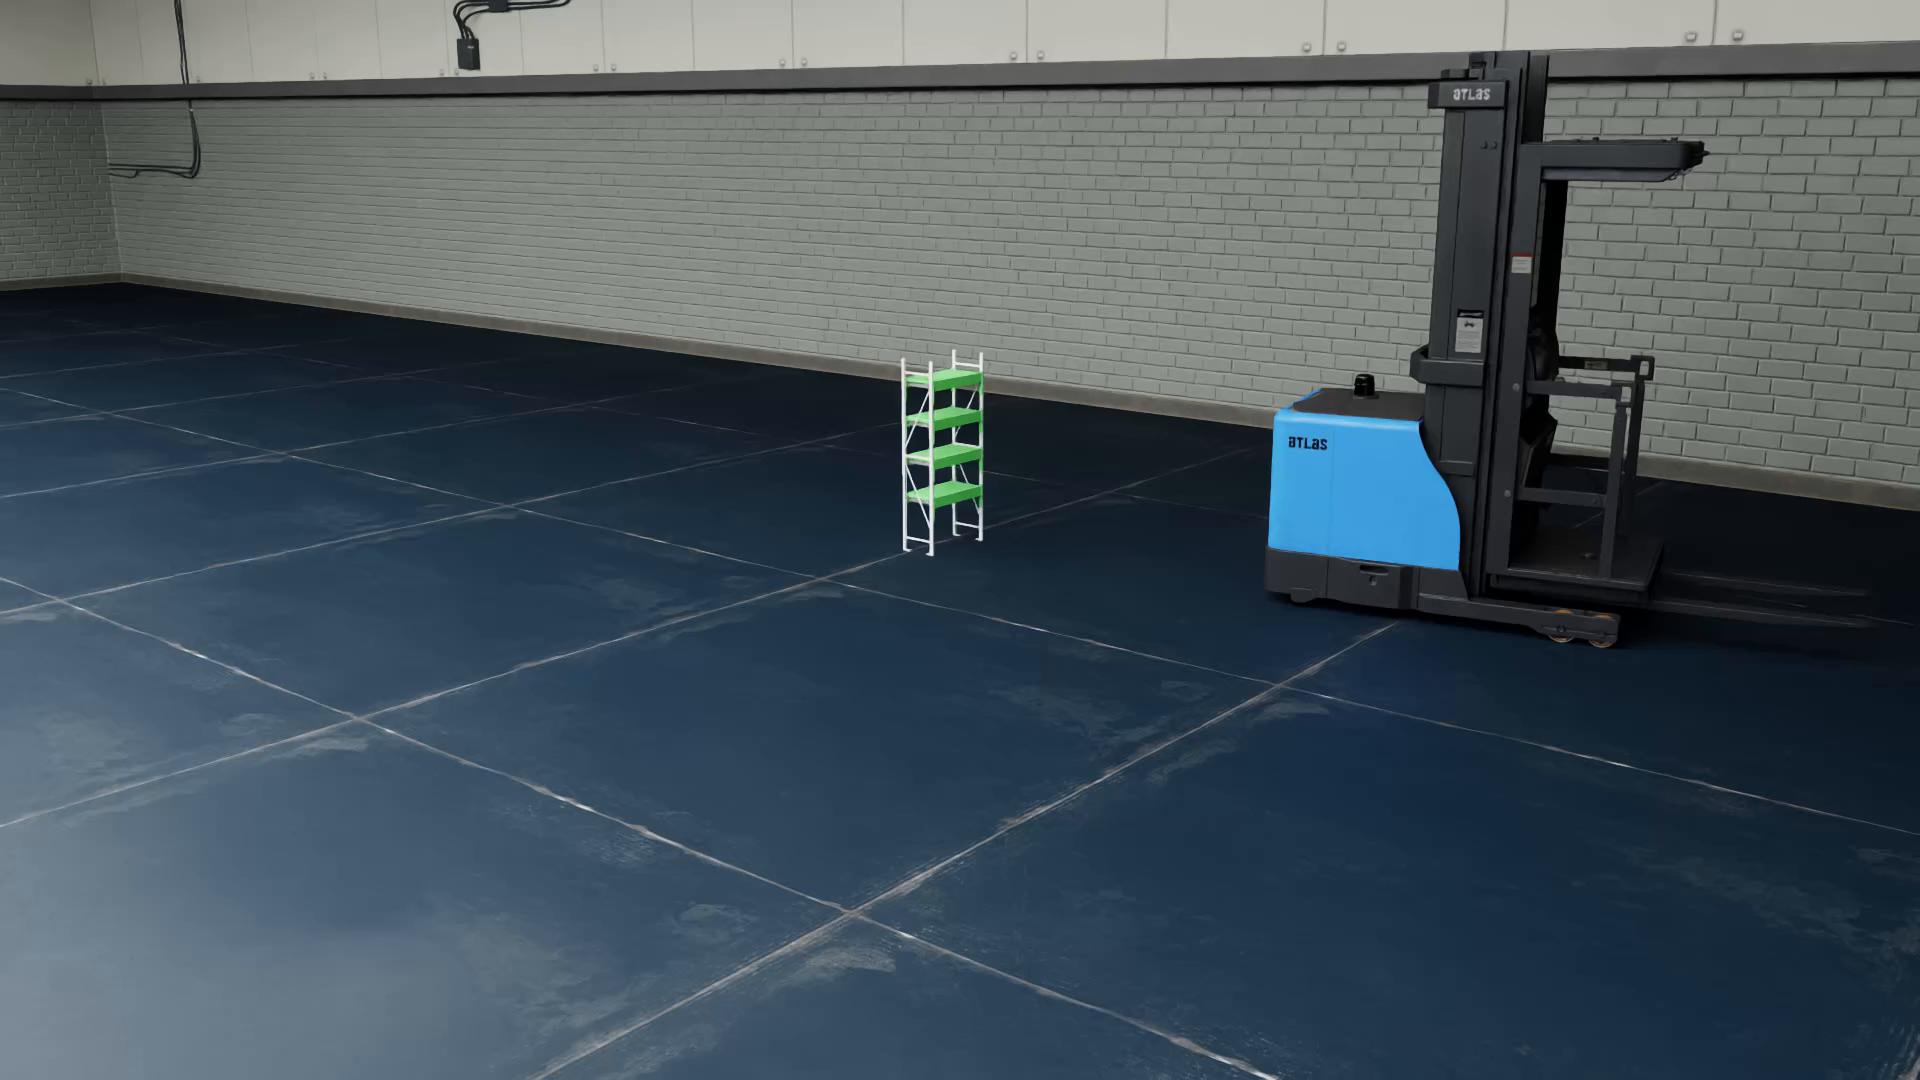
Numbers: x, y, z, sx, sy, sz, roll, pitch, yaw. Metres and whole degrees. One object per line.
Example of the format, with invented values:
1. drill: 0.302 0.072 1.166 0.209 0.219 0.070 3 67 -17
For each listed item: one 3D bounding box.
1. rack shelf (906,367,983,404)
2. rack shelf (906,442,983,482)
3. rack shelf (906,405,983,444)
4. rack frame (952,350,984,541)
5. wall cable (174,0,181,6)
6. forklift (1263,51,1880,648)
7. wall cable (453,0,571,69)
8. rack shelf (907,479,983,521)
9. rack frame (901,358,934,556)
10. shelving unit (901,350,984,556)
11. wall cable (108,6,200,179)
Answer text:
1. rack shelf: -0.104 -0.953 10.248 0.258 0.148 0.480 11 18 38
2. rack shelf: -0.104 -0.488 10.366 0.258 0.148 0.480 11 18 38
3. rack shelf: -0.104 -0.721 10.307 0.258 0.148 0.480 11 18 38
4. rack frame: 0.049 -0.597 10.534 0.240 1.200 0.015 11 18 38
5. wall cable: -10.530 -8.892 23.396 3.097 2.526 0.112 11 18 38
6. forklift: 3.248 -1.021 8.690 3.031 2.935 1.130 7 16 26
7. wall cable: -5.260 -8.543 19.070 2.305 6.003 0.169 11 18 38
8. rack shelf: -0.104 -0.255 10.425 0.258 0.148 0.480 11 18 38
9. rack frame: -0.257 -0.503 10.166 0.240 1.200 0.015 11 18 38
10. shelving unit: -0.104 -0.550 10.350 0.258 1.200 0.503 11 18 38
11. wall cable: -12.634 -6.862 25.666 3.097 2.526 0.112 11 18 38
